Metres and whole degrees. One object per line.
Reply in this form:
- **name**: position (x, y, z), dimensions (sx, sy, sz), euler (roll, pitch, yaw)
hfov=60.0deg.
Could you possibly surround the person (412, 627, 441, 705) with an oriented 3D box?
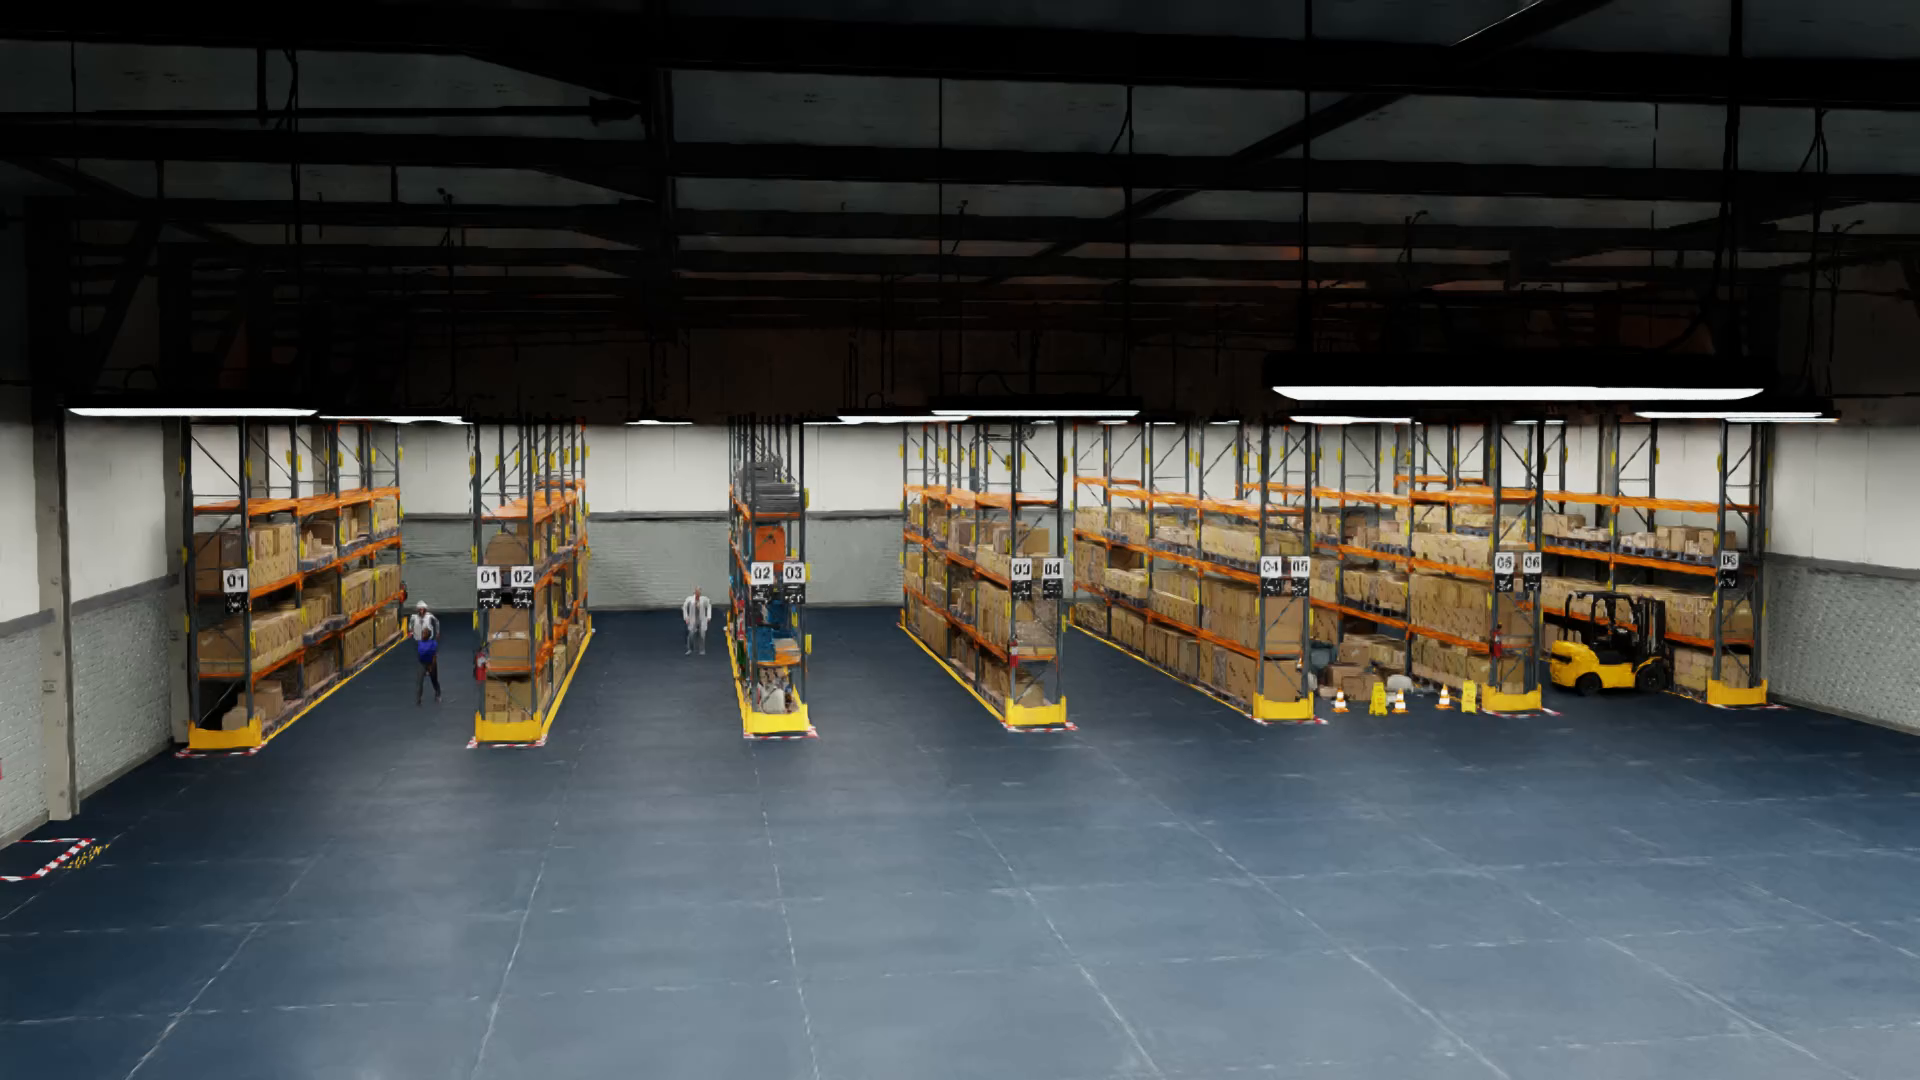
- **person**: position (-10.971, 2.584, 34.264), dimensions (0.443, 1.587, 1.000), euler (0, 4, -1)

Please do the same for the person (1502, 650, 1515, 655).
- **person**: position (13.250, 2.098, 40.566), dimensions (0.581, 1.707, 0.641), euler (1, 4, 17)

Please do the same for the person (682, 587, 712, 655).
- **person**: position (-6.603, 2.024, 41.756), dimensions (0.729, 1.733, 0.546), euler (-1, 4, -11)

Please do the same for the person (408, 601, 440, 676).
- **person**: position (-12.427, 2.250, 38.508), dimensions (0.680, 1.709, 0.866), euler (0, 4, -4)

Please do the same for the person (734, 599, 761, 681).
- **person**: position (-4.641, 2.174, 36.197), dimensions (0.546, 1.783, 0.643), euler (-2, 4, -26)
